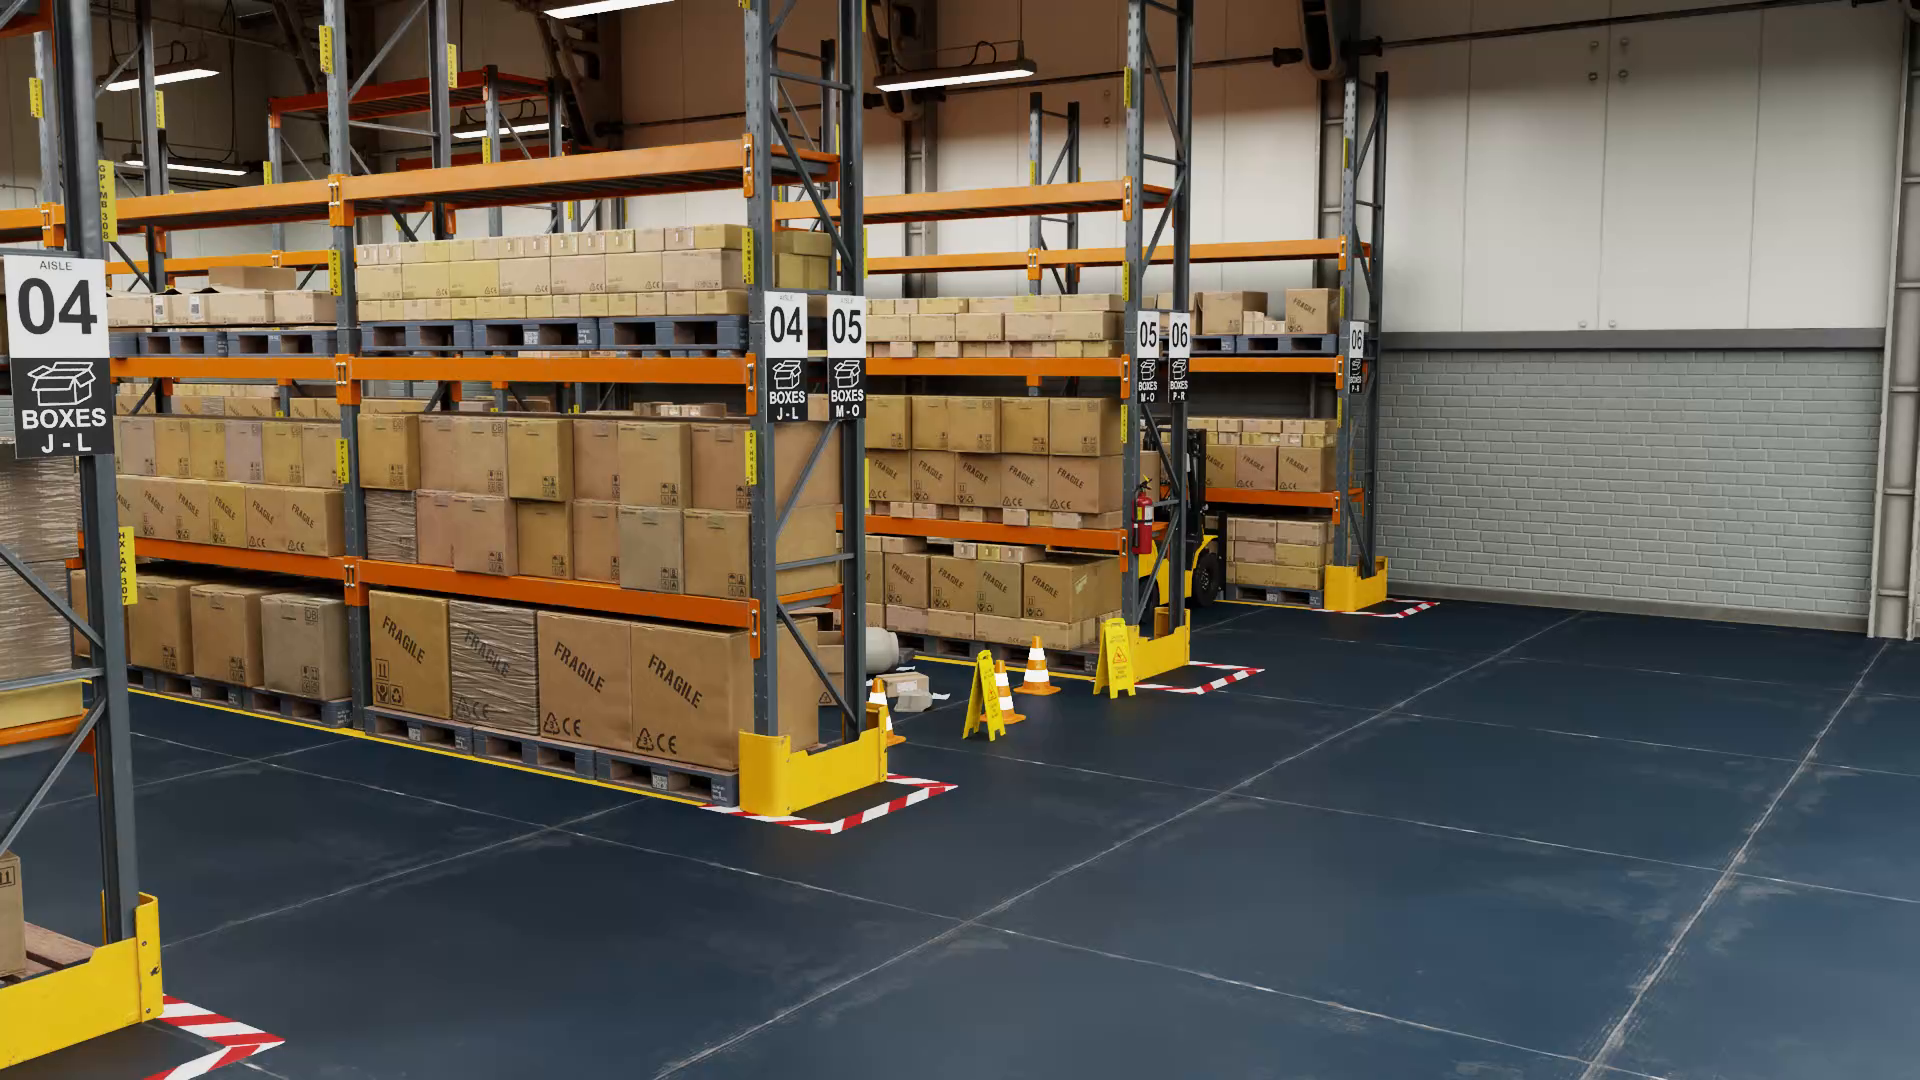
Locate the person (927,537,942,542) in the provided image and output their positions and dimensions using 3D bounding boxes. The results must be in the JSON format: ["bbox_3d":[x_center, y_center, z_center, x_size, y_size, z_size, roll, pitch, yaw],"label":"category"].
[{"bbox_3d":[-0.405,-0.051,18.045,0.470,1.770,0.582,3,7,27],"label":"person"}]
